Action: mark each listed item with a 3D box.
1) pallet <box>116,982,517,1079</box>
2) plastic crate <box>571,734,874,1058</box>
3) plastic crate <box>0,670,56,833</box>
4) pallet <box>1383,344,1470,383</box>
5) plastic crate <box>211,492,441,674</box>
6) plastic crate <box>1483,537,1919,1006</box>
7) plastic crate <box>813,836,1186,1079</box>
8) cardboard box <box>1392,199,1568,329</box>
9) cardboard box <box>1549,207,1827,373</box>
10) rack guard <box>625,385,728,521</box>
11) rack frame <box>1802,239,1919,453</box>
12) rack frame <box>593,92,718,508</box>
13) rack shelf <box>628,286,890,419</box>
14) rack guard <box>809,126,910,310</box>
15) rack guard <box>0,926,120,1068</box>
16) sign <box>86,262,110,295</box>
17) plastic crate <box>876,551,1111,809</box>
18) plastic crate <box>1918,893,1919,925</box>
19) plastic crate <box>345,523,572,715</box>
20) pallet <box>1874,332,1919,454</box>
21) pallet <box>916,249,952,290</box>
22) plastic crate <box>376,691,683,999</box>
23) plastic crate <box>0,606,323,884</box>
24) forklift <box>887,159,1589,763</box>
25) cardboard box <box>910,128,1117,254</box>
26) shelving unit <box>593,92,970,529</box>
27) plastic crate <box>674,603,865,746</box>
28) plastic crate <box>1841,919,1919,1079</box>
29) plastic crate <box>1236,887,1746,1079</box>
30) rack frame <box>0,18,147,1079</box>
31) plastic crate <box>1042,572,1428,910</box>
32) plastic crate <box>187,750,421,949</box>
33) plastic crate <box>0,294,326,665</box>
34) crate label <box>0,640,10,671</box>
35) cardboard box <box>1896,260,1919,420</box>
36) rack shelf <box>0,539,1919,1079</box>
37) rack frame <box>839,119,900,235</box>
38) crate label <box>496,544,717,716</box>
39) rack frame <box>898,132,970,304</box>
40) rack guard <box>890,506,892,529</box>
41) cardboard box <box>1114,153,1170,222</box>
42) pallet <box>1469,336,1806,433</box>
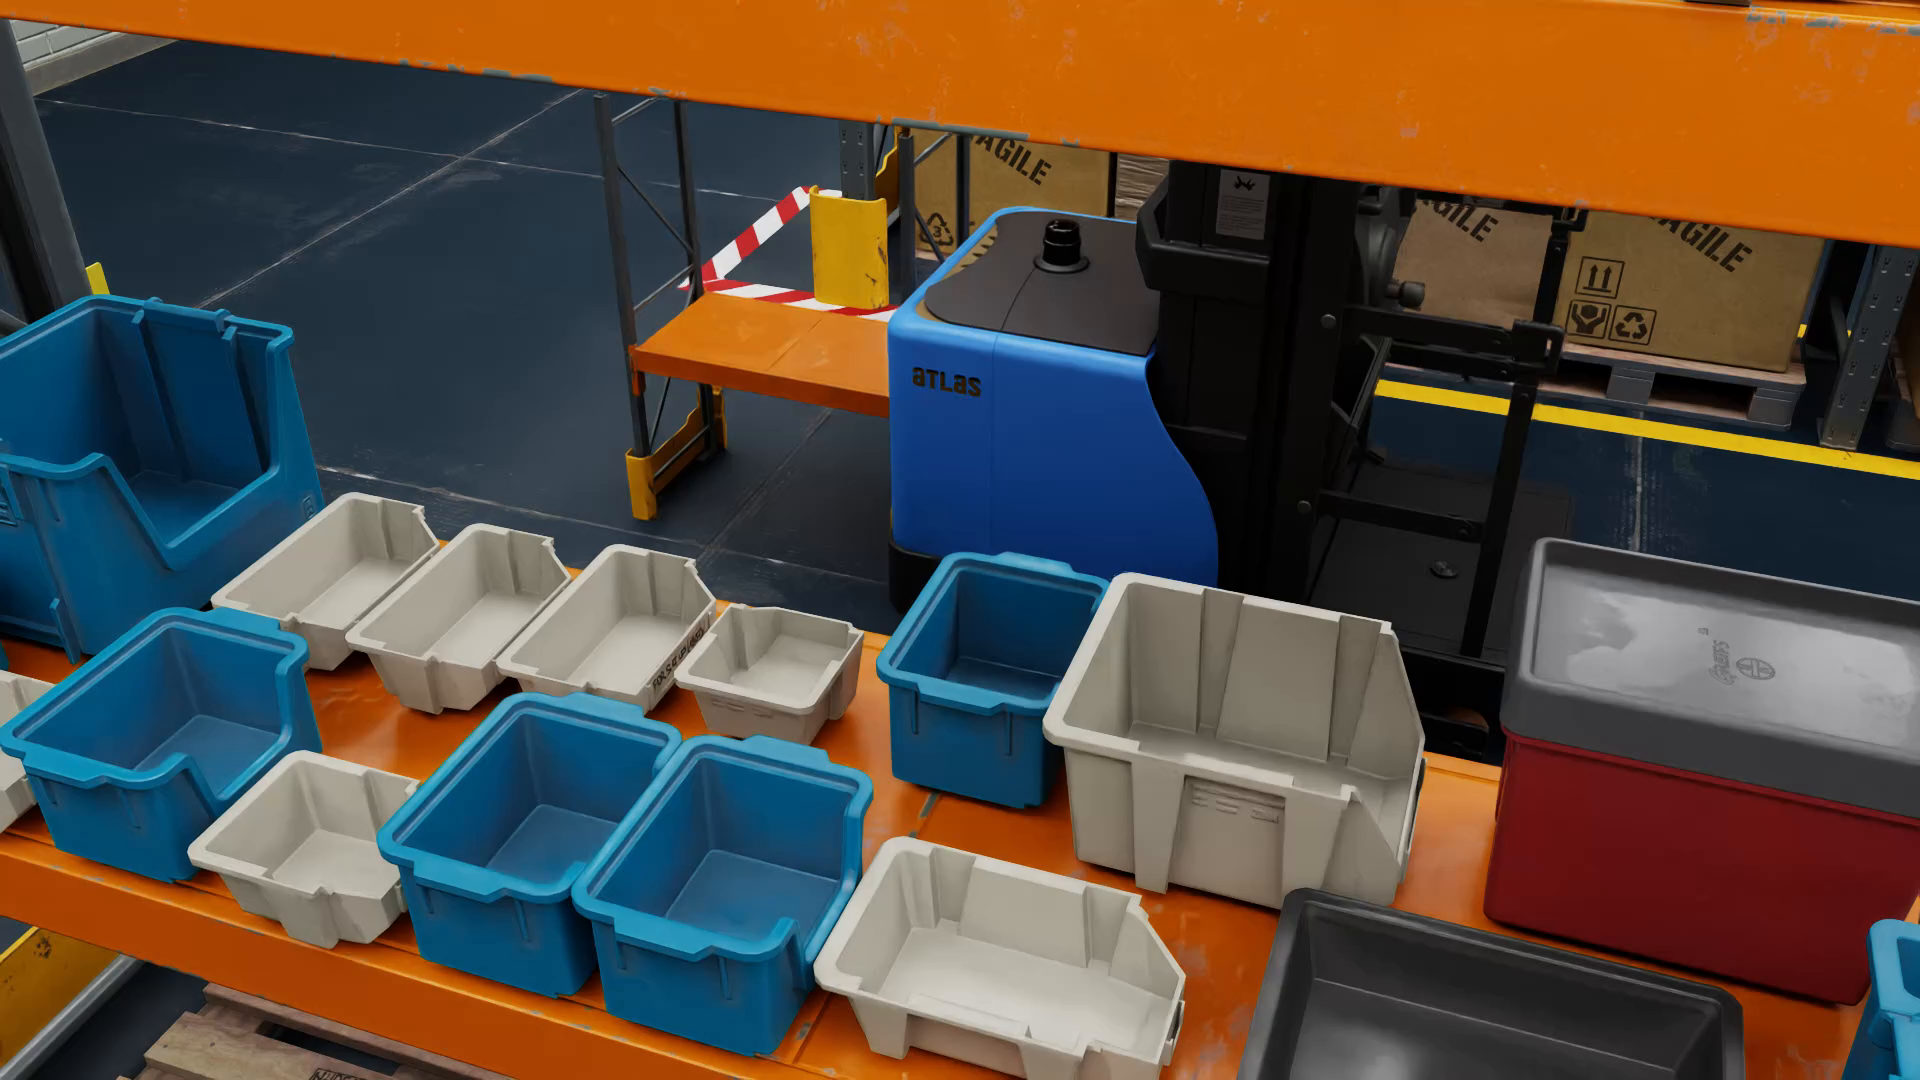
[{"bbox_3d":[-1.194,1.285,3.565,1.213,0.211,1.003,11,34,16],"label":"pallet"},{"bbox_3d":[-0.314,0.497,2.314,0.300,0.233,0.416,11,34,16],"label":"plastic crate"},{"bbox_3d":[-1.562,0.343,2.642,0.298,0.136,0.250,11,34,16],"label":"plastic crate"},{"bbox_3d":[1.637,-1.084,7.235,1.213,0.211,1.003,11,34,16],"label":"pallet"},{"bbox_3d":[-1.129,0.085,3.040,0.243,0.136,0.396,11,34,16],"label":"plastic crate"},{"bbox_3d":[1.052,0.331,2.357,0.583,0.464,0.402,11,34,16],"label":"plastic crate"},{"bbox_3d":[0.067,0.595,2.251,0.466,0.136,0.293,11,34,16],"label":"plastic crate"},{"bbox_3d":[2.037,-1.464,6.824,0.875,0.875,0.875,11,34,16],"label":"cardboard box"},{"bbox_3d":[2.885,-1.300,6.569,0.875,0.875,0.875,11,34,16],"label":"cardboard box"},{"bbox_3d":[-1.018,-0.326,6.024,0.087,0.250,0.587,12,35,18],"label":"rack guard"},{"bbox_3d":[3.479,-1.854,5.857,0.127,3.000,1.000,11,34,16],"label":"rack frame"},{"bbox_3d":[-1.019,-0.851,5.685,0.032,1.500,0.500,12,35,18],"label":"rack frame"},{"bbox_3d":[-0.546,-0.599,5.627,1.000,0.185,0.538,12,35,18],"label":"rack shelf"},{"bbox_3d":[-0.309,-1.541,7.675,0.348,0.500,1.175,11,34,16],"label":"rack guard"},{"bbox_3d":[-1.984,0.995,3.748,0.348,0.500,1.175,11,34,16],"label":"rack guard"},{"bbox_3d":[-1.787,-0.410,3.469,0.005,0.325,0.100,11,34,16],"label":"sign"},{"bbox_3d":[0.062,0.233,2.723,0.300,0.233,0.416,11,34,16],"label":"plastic crate"},{"bbox_3d":[1.418,0.602,2.240,0.243,0.136,0.396,11,34,16],"label":"plastic crate"},{"bbox_3d":[-0.861,0.146,2.947,0.243,0.136,0.396,11,34,16],"label":"plastic crate"},{"bbox_3d":[4.231,-0.580,6.454,1.213,0.211,1.003,11,34,16],"label":"pallet"},{"bbox_3d":[0.493,-1.308,7.582,1.213,0.211,1.003,11,34,16],"label":"pallet"},{"bbox_3d":[-0.597,0.442,2.399,0.300,0.233,0.416,11,34,16],"label":"plastic crate"},{"bbox_3d":[-1.216,0.322,2.585,0.300,0.233,0.416,11,34,16],"label":"plastic crate"},{"bbox_3d":[1.345,-0.916,4.466,3.031,2.935,1.130,12,35,18],"label":"forklift"},{"bbox_3d":[0.343,-1.794,7.335,0.875,0.875,0.875,11,34,16],"label":"cardboard box"},{"bbox_3d":[-0.554,-0.752,5.533,1.083,1.500,0.587,12,35,18],"label":"shelving unit"},{"bbox_3d":[-0.305,0.229,2.818,0.250,0.136,0.298,11,34,16],"label":"plastic crate"},{"bbox_3d":[1.253,0.745,1.790,0.575,0.384,0.392,11,34,16],"label":"plastic crate"},{"bbox_3d":[0.664,0.698,2.103,0.590,0.125,0.437,11,34,16],"label":"plastic crate"},{"bbox_3d":[-1.957,-0.057,3.073,0.127,3.000,1.000,11,34,16],"label":"rack frame"},{"bbox_3d":[0.433,0.326,2.534,0.530,0.282,0.437,11,34,16],"label":"plastic crate"},{"bbox_3d":[-0.924,0.467,2.449,0.298,0.136,0.250,11,34,16],"label":"plastic crate"},{"bbox_3d":[-1.579,-0.131,3.100,0.499,0.435,0.616,11,34,16],"label":"plastic crate"},{"bbox_3d":[-1.836,0.201,2.772,0.303,0.233,0.416,11,34,16],"label":"crate label"},{"bbox_3d":[4.088,-1.031,6.153,0.875,0.875,1.225,11,34,17],"label":"cardboard box"},{"bbox_3d":[-0.075,0.611,2.701,4.000,0.370,1.077,11,34,16],"label":"rack shelf"},{"bbox_3d":[-0.287,-2.586,6.990,0.127,3.000,1.000,11,34,16],"label":"rack frame"},{"bbox_3d":[-0.590,0.184,2.887,0.243,0.136,0.396,11,34,16],"label":"crate label"},{"bbox_3d":[-0.073,-0.650,5.374,0.032,1.500,0.500,12,35,18],"label":"rack frame"},{"bbox_3d":[-0.091,-0.129,5.719,0.087,0.250,0.587,12,35,18],"label":"rack guard"},{"bbox_3d":[1.200,-1.627,7.077,0.875,0.875,0.875,11,34,16],"label":"cardboard box"},{"bbox_3d":[2.790,-0.862,6.890,1.213,0.211,1.003,11,34,16],"label":"pallet"}]
